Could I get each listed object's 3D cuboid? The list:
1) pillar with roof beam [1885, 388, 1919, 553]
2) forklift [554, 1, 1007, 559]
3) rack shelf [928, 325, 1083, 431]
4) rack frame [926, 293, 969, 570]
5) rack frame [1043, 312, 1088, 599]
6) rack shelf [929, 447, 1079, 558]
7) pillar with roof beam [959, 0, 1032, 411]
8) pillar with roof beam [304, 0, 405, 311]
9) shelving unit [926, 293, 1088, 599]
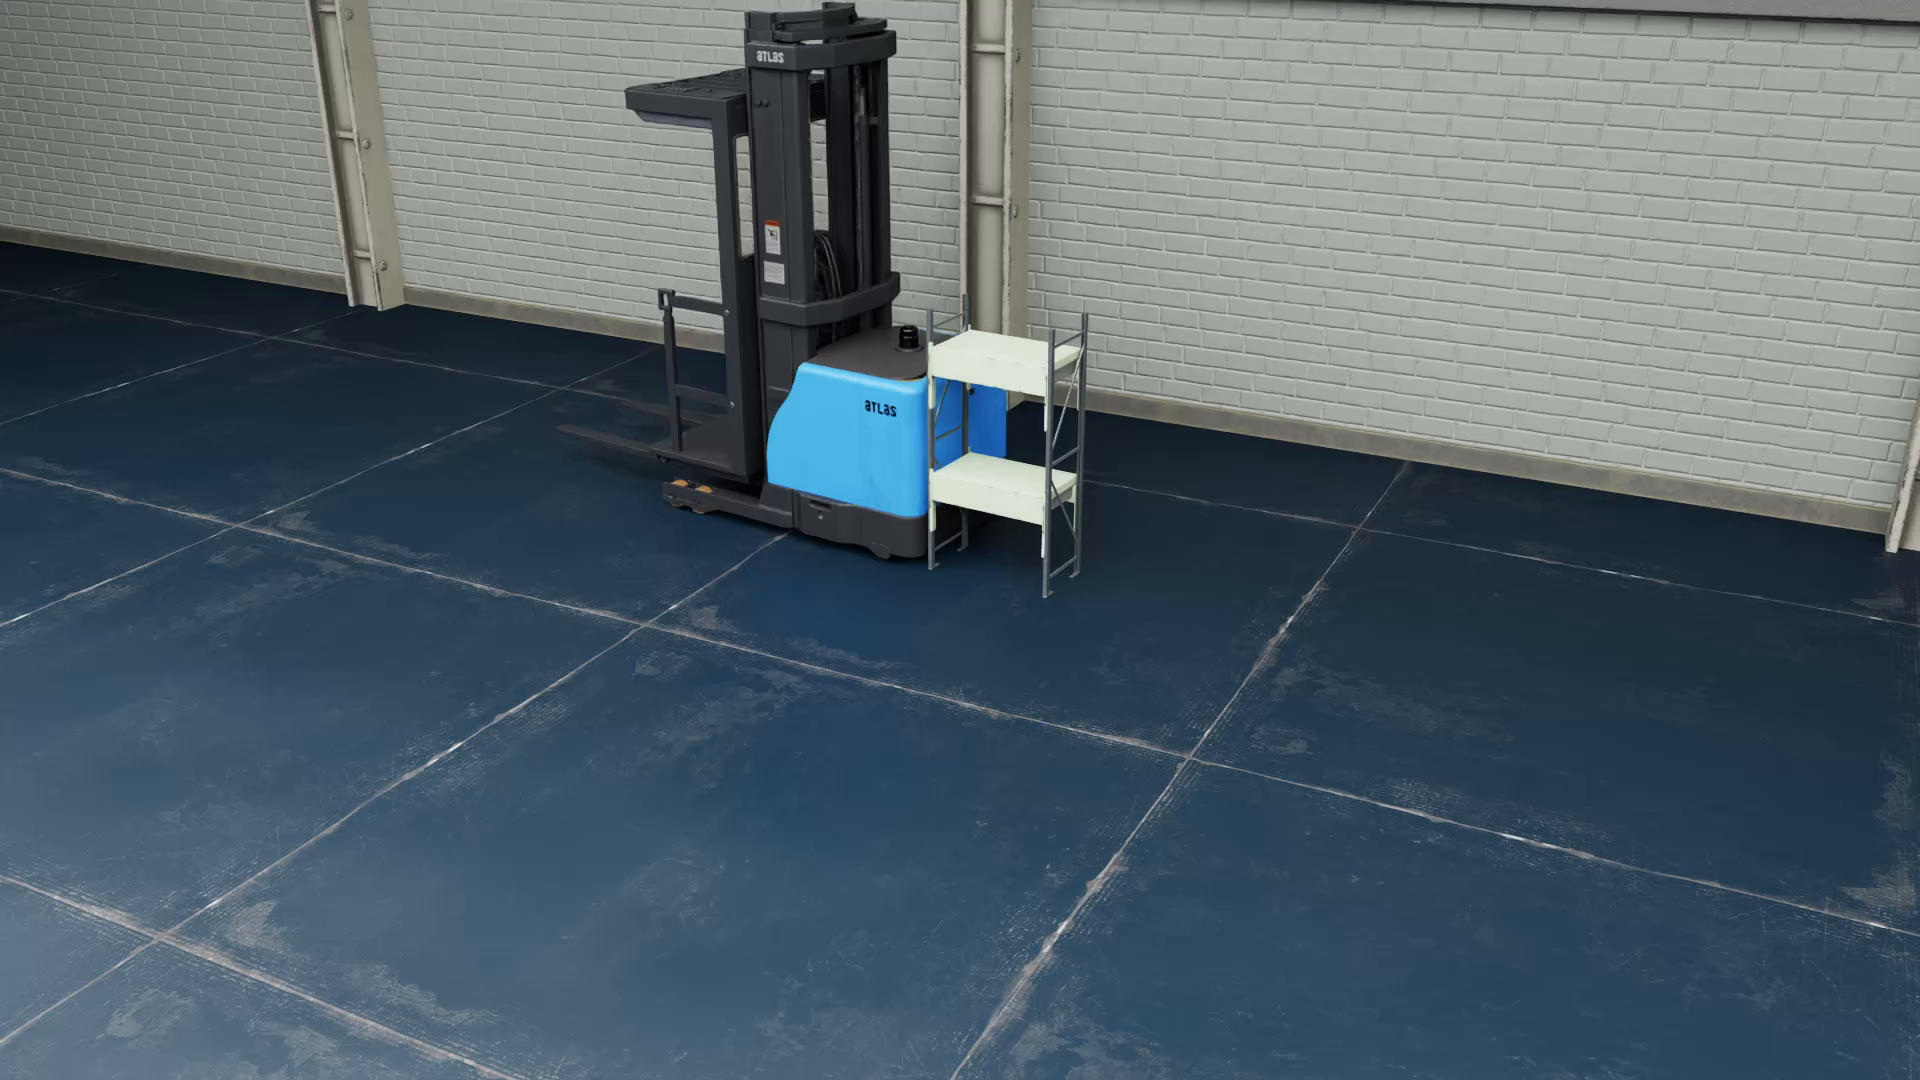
[{"bbox_3d":[3.649,-2.593,4.348,0.400,9.000,9.100,11,25,25],"label":"pillar with roof beam"},{"bbox_3d":[-1.221,-1.665,9.920,3.031,2.935,1.130,15,27,31],"label":"forklift"},{"bbox_3d":[0.248,-0.875,8.894,0.720,0.370,0.431,13,26,29],"label":"rack shelf"},{"bbox_3d":[-0.065,-0.590,9.222,0.023,1.500,0.400,13,26,29],"label":"rack frame"},{"bbox_3d":[0.561,-0.442,8.872,0.023,1.500,0.400,13,26,29],"label":"rack frame"},{"bbox_3d":[0.248,-0.216,9.174,0.720,0.370,0.431,13,26,29],"label":"rack shelf"},{"bbox_3d":[-1.705,-3.652,6.839,0.400,9.000,9.100,11,25,25],"label":"pillar with roof beam"},{"bbox_3d":[-7.060,-4.712,9.331,0.400,9.000,9.100,11,25,25],"label":"pillar with roof beam"},{"bbox_3d":[0.248,-0.516,9.047,0.755,1.500,0.431,13,26,29],"label":"shelving unit"}]
